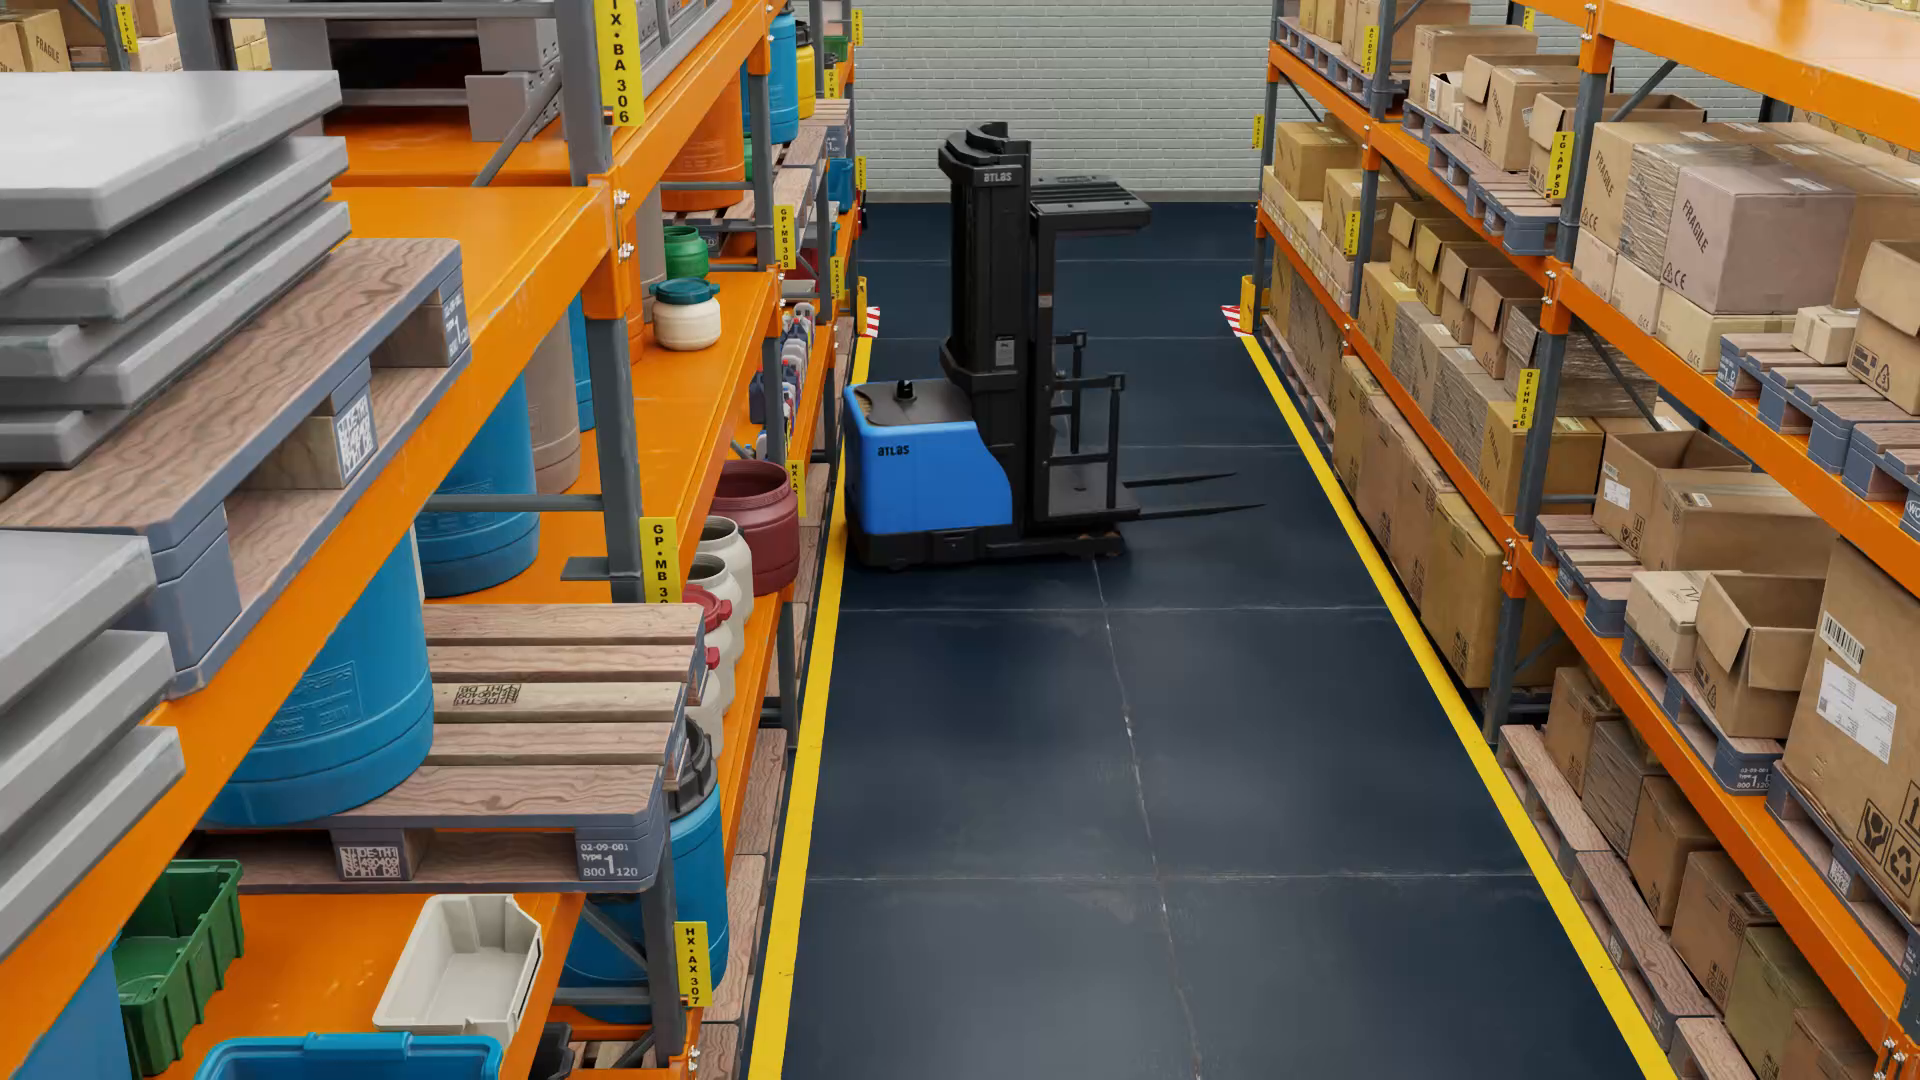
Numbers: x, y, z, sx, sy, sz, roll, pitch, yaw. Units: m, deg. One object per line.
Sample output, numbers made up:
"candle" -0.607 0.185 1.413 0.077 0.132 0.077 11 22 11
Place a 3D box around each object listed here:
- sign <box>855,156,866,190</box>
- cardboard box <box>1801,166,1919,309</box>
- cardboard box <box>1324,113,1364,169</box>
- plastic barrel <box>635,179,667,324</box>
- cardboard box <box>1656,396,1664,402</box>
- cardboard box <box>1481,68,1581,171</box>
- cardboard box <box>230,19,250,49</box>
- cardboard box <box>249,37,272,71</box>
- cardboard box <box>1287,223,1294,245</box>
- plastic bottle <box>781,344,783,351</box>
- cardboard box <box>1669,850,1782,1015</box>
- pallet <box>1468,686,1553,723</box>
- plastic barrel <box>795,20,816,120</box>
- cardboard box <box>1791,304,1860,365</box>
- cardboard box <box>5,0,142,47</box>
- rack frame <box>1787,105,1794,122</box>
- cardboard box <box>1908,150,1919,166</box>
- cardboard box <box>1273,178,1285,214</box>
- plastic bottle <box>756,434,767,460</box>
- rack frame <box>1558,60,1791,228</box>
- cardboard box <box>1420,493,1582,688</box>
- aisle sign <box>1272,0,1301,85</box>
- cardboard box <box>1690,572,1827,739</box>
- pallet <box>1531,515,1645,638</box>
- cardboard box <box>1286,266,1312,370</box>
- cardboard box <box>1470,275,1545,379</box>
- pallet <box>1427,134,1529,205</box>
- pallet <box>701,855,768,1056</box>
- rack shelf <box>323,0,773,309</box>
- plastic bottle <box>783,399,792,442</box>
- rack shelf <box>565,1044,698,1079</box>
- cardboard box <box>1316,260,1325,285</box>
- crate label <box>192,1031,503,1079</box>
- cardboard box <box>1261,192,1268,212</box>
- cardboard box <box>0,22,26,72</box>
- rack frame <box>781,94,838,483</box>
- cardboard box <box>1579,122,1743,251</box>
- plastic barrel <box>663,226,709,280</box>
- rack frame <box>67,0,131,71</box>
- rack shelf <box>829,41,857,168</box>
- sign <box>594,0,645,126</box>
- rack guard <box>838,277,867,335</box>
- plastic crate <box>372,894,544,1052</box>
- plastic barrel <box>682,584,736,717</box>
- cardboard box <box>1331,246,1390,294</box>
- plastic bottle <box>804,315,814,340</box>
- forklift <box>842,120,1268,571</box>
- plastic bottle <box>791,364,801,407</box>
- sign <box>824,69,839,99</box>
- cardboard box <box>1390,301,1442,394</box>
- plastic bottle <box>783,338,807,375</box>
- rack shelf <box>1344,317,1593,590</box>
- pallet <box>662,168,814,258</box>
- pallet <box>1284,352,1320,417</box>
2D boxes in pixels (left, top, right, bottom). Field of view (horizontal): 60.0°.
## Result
"sign" -0.966 -3.573 16.195 0.100 0.325 0.005 0 24 -1
"cardboard box" 3.786 -1.244 6.876 0.500 0.500 0.500 0 24 0
"cardboard box" 3.705 -3.721 15.631 0.500 0.500 0.500 0 24 0
"plastic barrel" -1.637 -1.448 7.448 0.600 0.901 0.600 0 24 0
"cardboard box" 3.783 -0.675 9.864 0.500 0.500 0.500 -1 24 -2
"cardboard box" 3.348 -2.425 9.584 0.500 0.500 0.500 1 24 2
"cardboard box" -6.189 -4.166 13.640 0.500 0.250 0.500 0 24 -1
"cardboard box" -6.187 -4.144 14.199 0.500 0.250 0.500 0 24 -1
"cardboard box" 3.127 -2.719 14.811 0.380 0.149 0.250 -1 24 -1
"plastic bottle" -1.260 -1.255 11.424 0.097 0.271 0.097 0 24 0
"cardboard box" 3.589 1.691 7.253 0.700 0.500 0.500 -2 24 -5
"pallet" 3.591 0.730 10.262 1.003 0.211 1.213 0 24 -1
"plastic barrel" -1.259 -3.110 10.991 0.600 0.588 0.600 0 24 0
"cardboard box" 3.447 -0.791 6.375 0.380 0.166 0.250 -1 24 -2
"cardboard box" -6.469 -3.888 12.116 0.700 0.500 0.500 0 24 -1
"rack frame" 8.397 -3.492 16.215 1.000 3.000 0.127 0 24 -1
"cardboard box" 8.163 -3.097 13.645 0.500 0.500 0.500 0 24 1
"cardboard box" 3.184 -3.166 15.314 0.500 0.250 0.500 -1 24 -1
"plastic bottle" -1.115 -0.507 9.764 0.152 0.276 0.135 0 24 -1
"rack frame" 3.524 -2.948 7.732 1.000 3.000 0.127 0 24 -1
"cardboard box" 3.537 0.277 9.949 1.225 0.875 0.875 -1 24 -3
"aisle sign" 3.136 -4.724 15.784 0.394 0.787 0.004 0 24 -1
"cardboard box" 3.456 0.481 6.795 0.797 0.503 0.637 2 24 5
"pallet" 3.638 0.166 8.360 1.213 0.211 1.003 0 24 -1
"cardboard box" 3.534 -2.096 15.197 0.875 0.875 0.875 0 24 -1
"cardboard box" 3.528 -1.288 10.001 0.797 0.503 0.637 0 24 1
"pallet" 3.449 -2.222 9.994 1.003 0.211 1.213 1 24 2
"pallet" -1.449 1.899 7.679 1.003 0.211 1.213 0 24 -1
"rack shelf" -1.407 -1.592 6.092 1.077 0.370 4.000 0 24 -1
"plastic bottle" -1.094 -0.743 10.291 0.097 0.271 0.097 0 24 0
"rack shelf" -1.363 2.607 3.601 1.077 0.370 4.000 0 24 -1
"cardboard box" 3.141 -2.191 13.642 0.380 0.149 0.250 0 24 0
"crate label" -1.032 1.032 2.752 0.502 0.251 0.408 0 24 -1
"cardboard box" 3.111 -3.249 15.982 0.380 0.149 0.250 0 24 0
"cardboard box" -6.464 -2.986 10.704 0.600 0.600 0.600 -1 24 -1
"rack frame" -1.472 -1.841 12.564 1.000 3.000 0.127 0 24 -1
"cardboard box" 3.272 -1.660 7.796 0.500 0.500 0.500 0 24 0
"plastic barrel" -1.375 -1.387 8.109 0.294 0.245 0.294 0 24 0
"rack frame" -6.426 -4.554 11.282 1.000 3.000 0.127 0 24 -1
"rack shelf" -1.494 -3.704 13.916 1.077 0.370 4.000 0 24 -1
"sign" -0.835 -1.181 4.077 0.100 0.325 0.005 0 24 -1
"rack guard" -1.529 -2.360 16.745 1.175 0.500 0.348 0 24 -1
"plastic crate" -0.963 0.869 3.253 0.243 0.136 0.396 0 24 -1
"plastic barrel" -1.189 0.518 7.184 0.433 0.535 0.433 0 24 0
"cardboard box" 3.213 -2.111 12.982 0.500 0.250 0.500 -1 24 -2
"plastic bottle" -1.116 -1.542 12.144 0.097 0.201 0.097 0 24 0
"forklift" 0.708 -1.412 11.698 3.031 2.935 1.130 -5 25 -10
"plastic bottle" -1.083 -1.022 10.895 0.061 0.283 0.133 0 24 -1
"sign" -0.922 -3.213 11.948 0.100 0.325 0.005 0 24 -1
"cardboard box" 3.247 -1.305 11.257 0.500 0.500 0.500 -1 24 -2
"plastic bottle" -1.135 -1.265 11.441 0.152 0.276 0.135 0 24 -1
"rack shelf" 3.502 -0.711 10.939 1.077 0.370 4.000 0 24 -1
"pallet" -1.339 -1.789 9.038 1.003 0.211 1.213 0 24 -1
"pallet" 3.534 -1.410 14.996 1.003 0.211 1.213 0 24 -1
